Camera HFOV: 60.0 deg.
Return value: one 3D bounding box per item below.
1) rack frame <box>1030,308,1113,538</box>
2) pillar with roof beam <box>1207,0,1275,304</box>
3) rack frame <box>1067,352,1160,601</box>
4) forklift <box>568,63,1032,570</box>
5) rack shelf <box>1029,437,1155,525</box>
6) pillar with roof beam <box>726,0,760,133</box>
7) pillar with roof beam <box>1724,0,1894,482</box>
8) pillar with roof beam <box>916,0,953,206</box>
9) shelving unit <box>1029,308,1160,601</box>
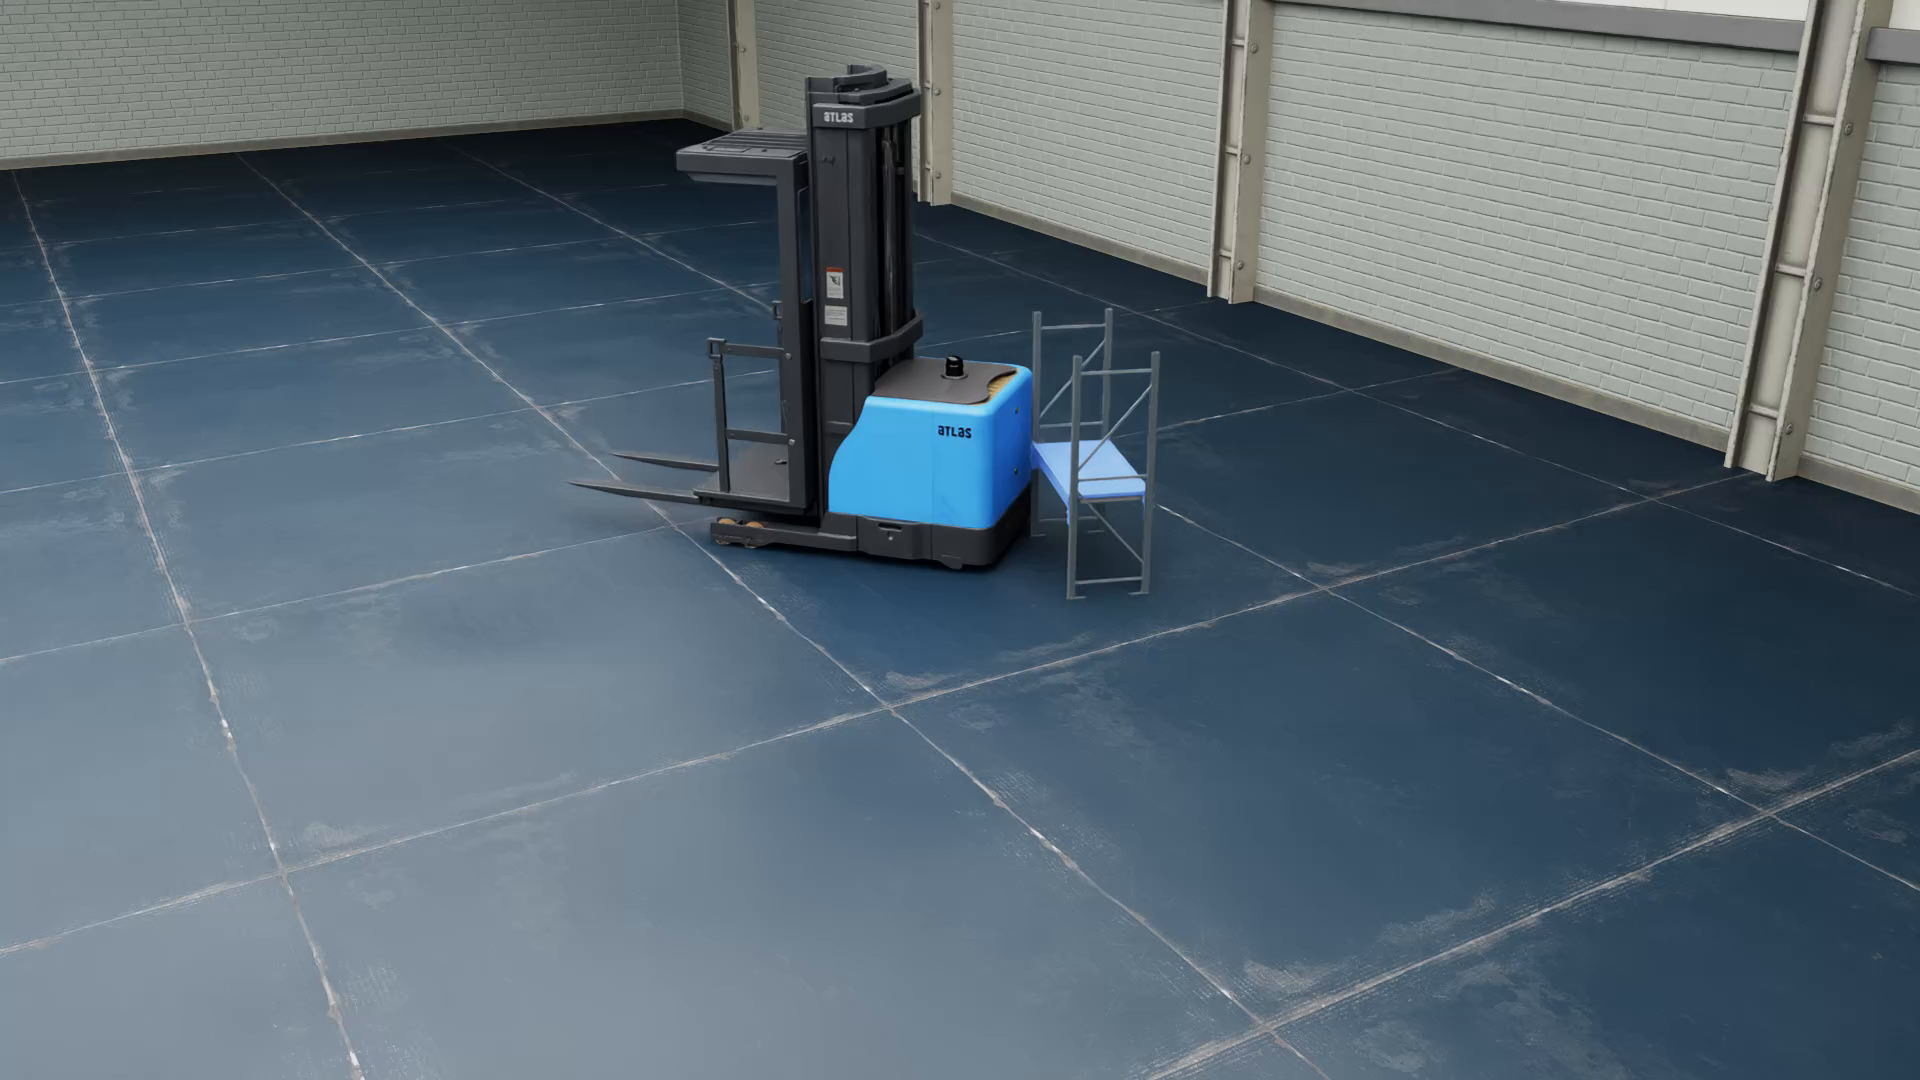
[{"bbox_3d":[0.706,-0.732,10.621,0.500,1.500,0.032,-4,22,-9],"label":"rack frame"},{"bbox_3d":[-0.958,-5.791,13.107,9.100,9.000,0.400,-13,25,-28],"label":"pillar with roof beam"},{"bbox_3d":[0.887,-0.356,9.694,0.500,1.500,0.032,-4,22,-9],"label":"rack frame"},{"bbox_3d":[-1.096,-1.485,10.573,3.031,2.935,1.130,7,23,16],"label":"forklift"},{"bbox_3d":[0.797,-0.377,10.226,0.538,0.185,1.000,-4,22,-9],"label":"rack shelf"},{"bbox_3d":[-7.088,-9.675,22.664,9.100,9.000,0.400,-13,25,-28],"label":"pillar with roof beam"},{"bbox_3d":[2.107,-3.848,8.328,9.100,9.000,0.400,-13,25,-28],"label":"pillar with roof beam"},{"bbox_3d":[-4.023,-7.733,17.885,9.100,9.000,0.400,-13,25,-28],"label":"pillar with roof beam"},{"bbox_3d":[0.797,-0.544,10.158,0.538,1.500,1.048,-4,22,-9],"label":"shelving unit"}]
